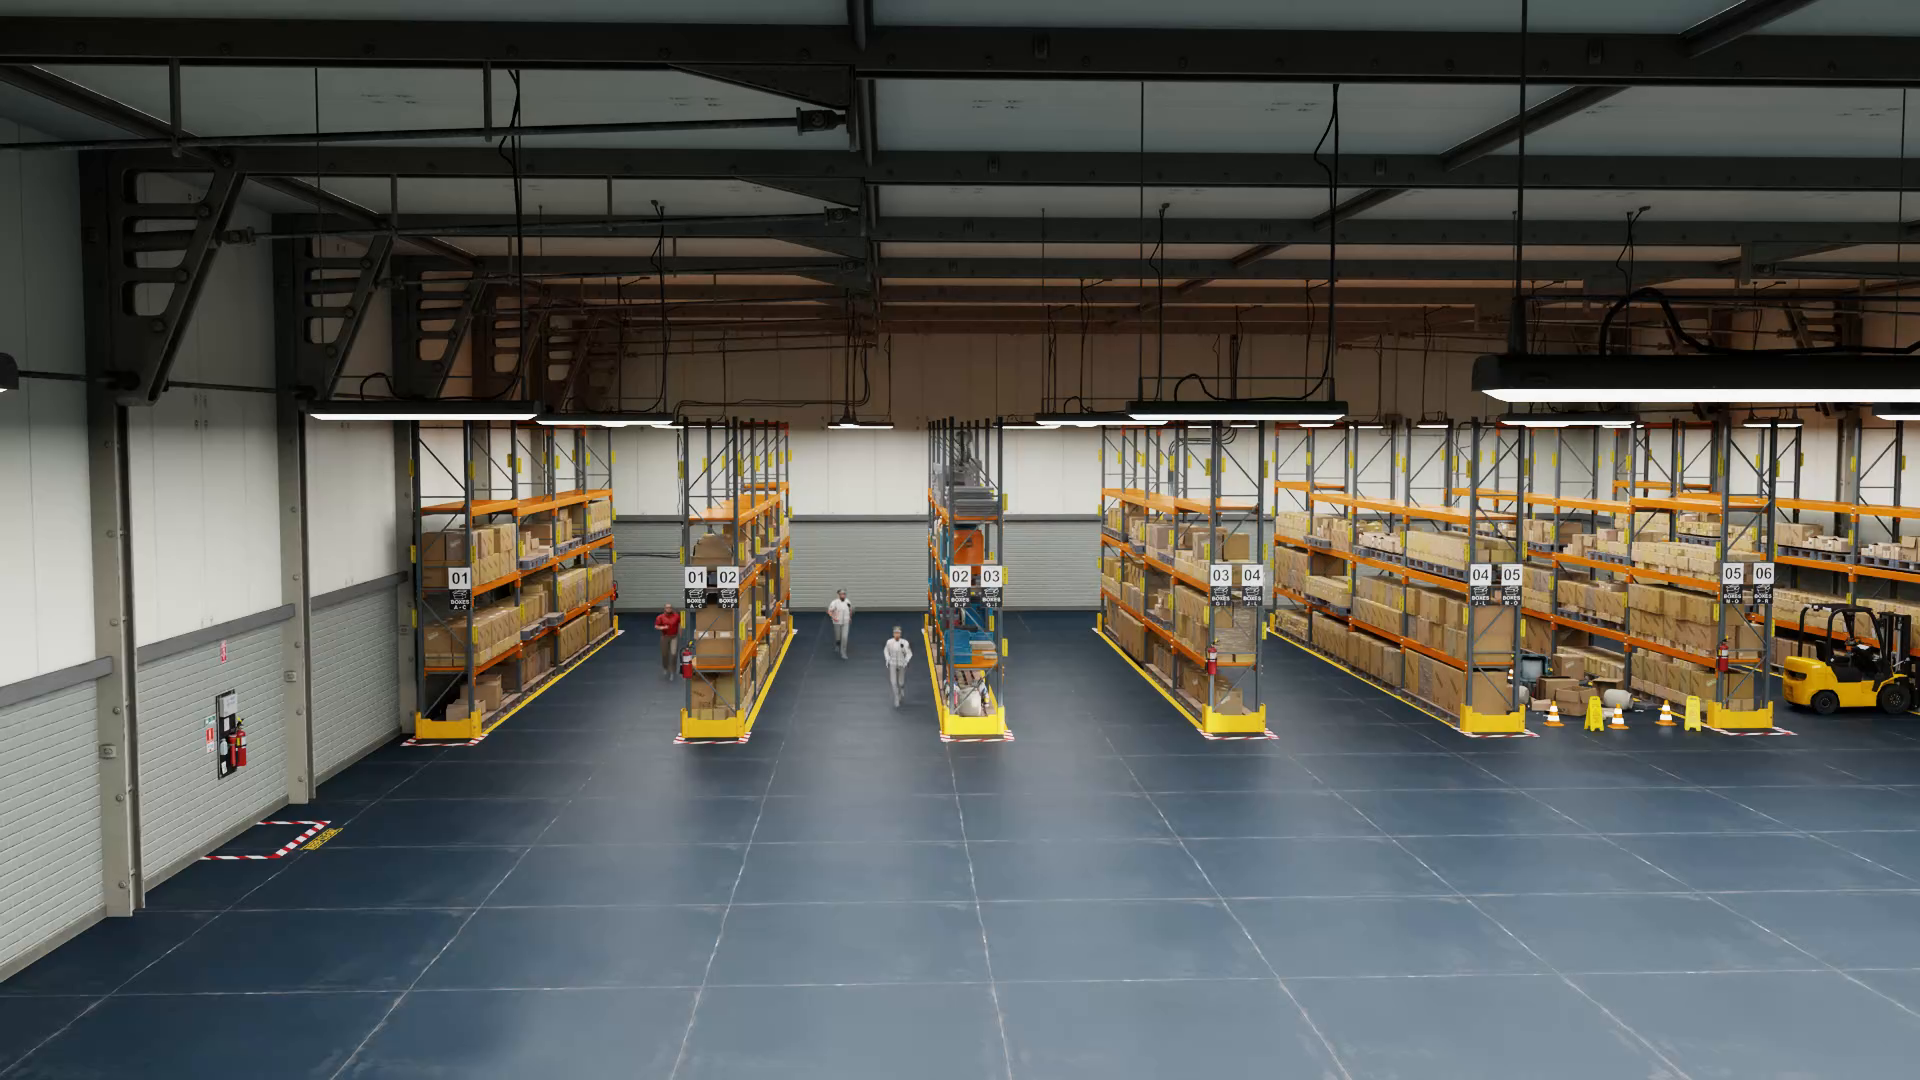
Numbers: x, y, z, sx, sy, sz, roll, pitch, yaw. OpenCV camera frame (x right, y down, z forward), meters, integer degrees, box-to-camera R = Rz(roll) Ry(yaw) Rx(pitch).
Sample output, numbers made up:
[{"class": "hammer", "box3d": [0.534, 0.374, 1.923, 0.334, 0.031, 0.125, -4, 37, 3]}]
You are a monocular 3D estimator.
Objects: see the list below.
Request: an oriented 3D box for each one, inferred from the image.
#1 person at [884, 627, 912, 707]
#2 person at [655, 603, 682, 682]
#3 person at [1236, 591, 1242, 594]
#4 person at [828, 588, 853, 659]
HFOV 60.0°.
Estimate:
[{"class": "person", "box3d": [-1.307, 2.626, 34.937, 0.603, 1.670, 0.782, 0, 4, 4]}, {"class": "person", "box3d": [-6.743, 2.335, 38.502, 0.641, 1.768, 0.915, -1, 4, -13]}, {"class": "person", "box3d": [7.944, 1.782, 47.268, 0.737, 1.733, 0.612, 1, 4, 12]}, {"class": "person", "box3d": [-3.017, 2.106, 42.196, 0.658, 1.773, 0.675, -1, 4, -19]}]
